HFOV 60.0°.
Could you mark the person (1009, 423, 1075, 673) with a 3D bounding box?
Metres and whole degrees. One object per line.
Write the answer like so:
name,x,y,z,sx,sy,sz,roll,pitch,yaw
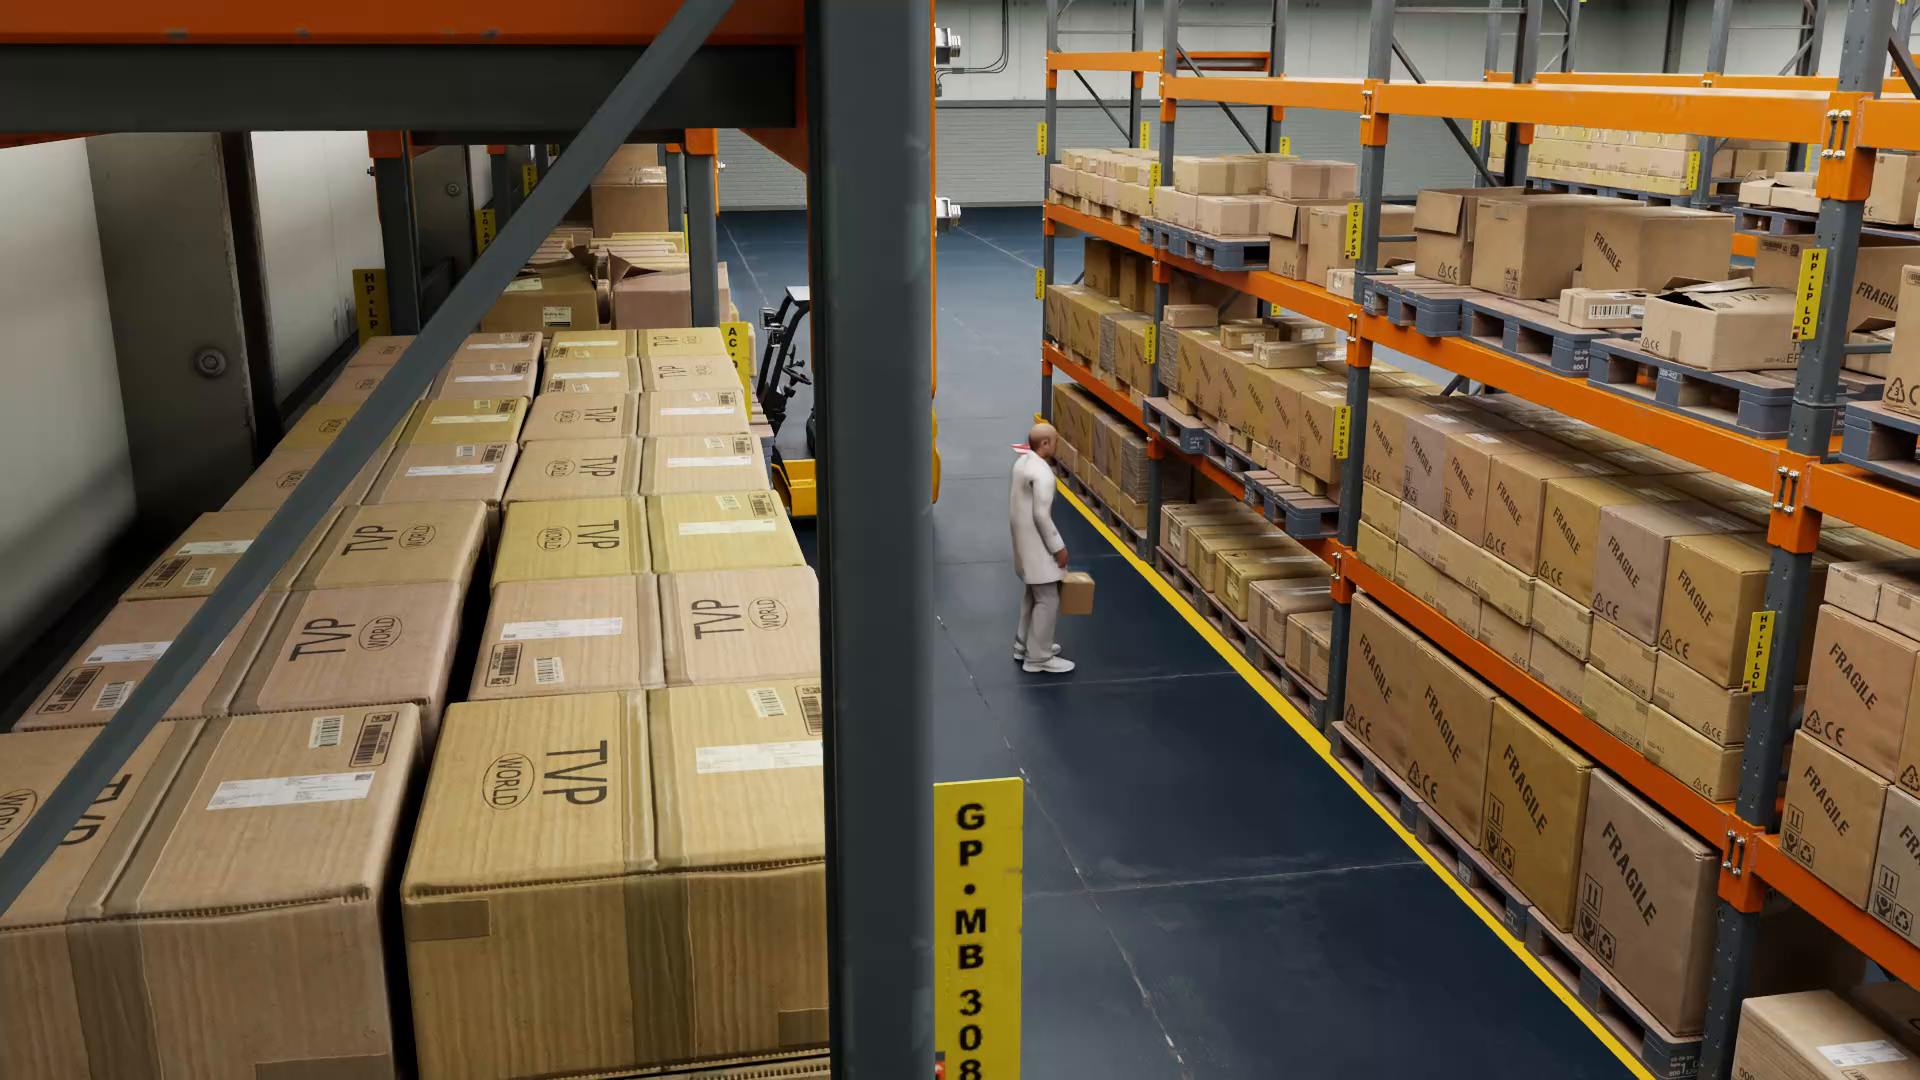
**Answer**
person,0.571,0.039,11.920,0.423,1.777,0.591,-4,16,-12
